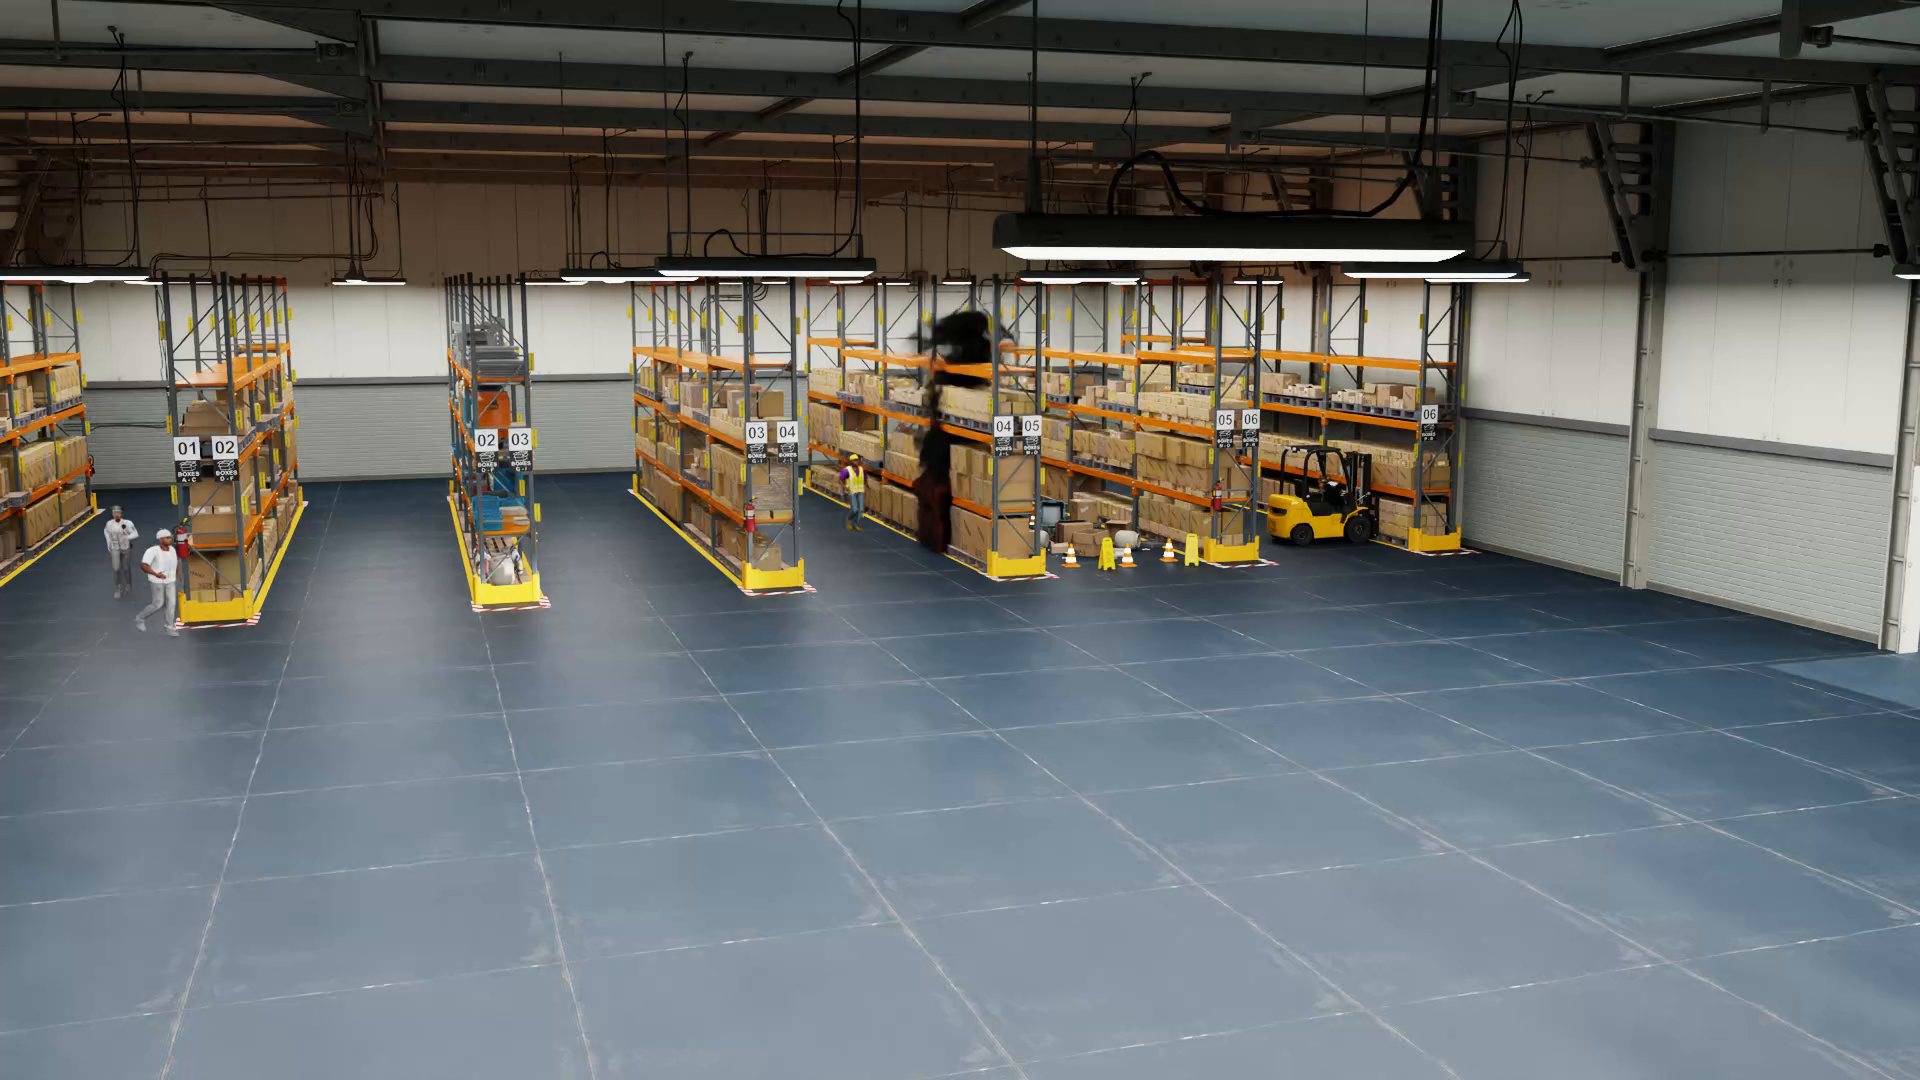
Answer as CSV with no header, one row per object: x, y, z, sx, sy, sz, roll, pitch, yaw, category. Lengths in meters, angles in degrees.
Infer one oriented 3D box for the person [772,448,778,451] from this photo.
-5.338,-2.228,46.946,0.665,1.823,0.787,0,9,1,person

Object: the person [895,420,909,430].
-1.859,-2.899,51.429,0.753,1.777,0.674,-6,11,-37,person

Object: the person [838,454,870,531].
-2.347,-1.057,37.430,0.698,1.737,0.558,-5,10,-29,person

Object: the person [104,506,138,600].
-15.668,0.202,31.104,0.596,1.738,0.768,-3,9,-21,person

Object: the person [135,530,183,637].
-13.262,0.696,27.683,0.845,1.749,0.757,4,9,23,person
